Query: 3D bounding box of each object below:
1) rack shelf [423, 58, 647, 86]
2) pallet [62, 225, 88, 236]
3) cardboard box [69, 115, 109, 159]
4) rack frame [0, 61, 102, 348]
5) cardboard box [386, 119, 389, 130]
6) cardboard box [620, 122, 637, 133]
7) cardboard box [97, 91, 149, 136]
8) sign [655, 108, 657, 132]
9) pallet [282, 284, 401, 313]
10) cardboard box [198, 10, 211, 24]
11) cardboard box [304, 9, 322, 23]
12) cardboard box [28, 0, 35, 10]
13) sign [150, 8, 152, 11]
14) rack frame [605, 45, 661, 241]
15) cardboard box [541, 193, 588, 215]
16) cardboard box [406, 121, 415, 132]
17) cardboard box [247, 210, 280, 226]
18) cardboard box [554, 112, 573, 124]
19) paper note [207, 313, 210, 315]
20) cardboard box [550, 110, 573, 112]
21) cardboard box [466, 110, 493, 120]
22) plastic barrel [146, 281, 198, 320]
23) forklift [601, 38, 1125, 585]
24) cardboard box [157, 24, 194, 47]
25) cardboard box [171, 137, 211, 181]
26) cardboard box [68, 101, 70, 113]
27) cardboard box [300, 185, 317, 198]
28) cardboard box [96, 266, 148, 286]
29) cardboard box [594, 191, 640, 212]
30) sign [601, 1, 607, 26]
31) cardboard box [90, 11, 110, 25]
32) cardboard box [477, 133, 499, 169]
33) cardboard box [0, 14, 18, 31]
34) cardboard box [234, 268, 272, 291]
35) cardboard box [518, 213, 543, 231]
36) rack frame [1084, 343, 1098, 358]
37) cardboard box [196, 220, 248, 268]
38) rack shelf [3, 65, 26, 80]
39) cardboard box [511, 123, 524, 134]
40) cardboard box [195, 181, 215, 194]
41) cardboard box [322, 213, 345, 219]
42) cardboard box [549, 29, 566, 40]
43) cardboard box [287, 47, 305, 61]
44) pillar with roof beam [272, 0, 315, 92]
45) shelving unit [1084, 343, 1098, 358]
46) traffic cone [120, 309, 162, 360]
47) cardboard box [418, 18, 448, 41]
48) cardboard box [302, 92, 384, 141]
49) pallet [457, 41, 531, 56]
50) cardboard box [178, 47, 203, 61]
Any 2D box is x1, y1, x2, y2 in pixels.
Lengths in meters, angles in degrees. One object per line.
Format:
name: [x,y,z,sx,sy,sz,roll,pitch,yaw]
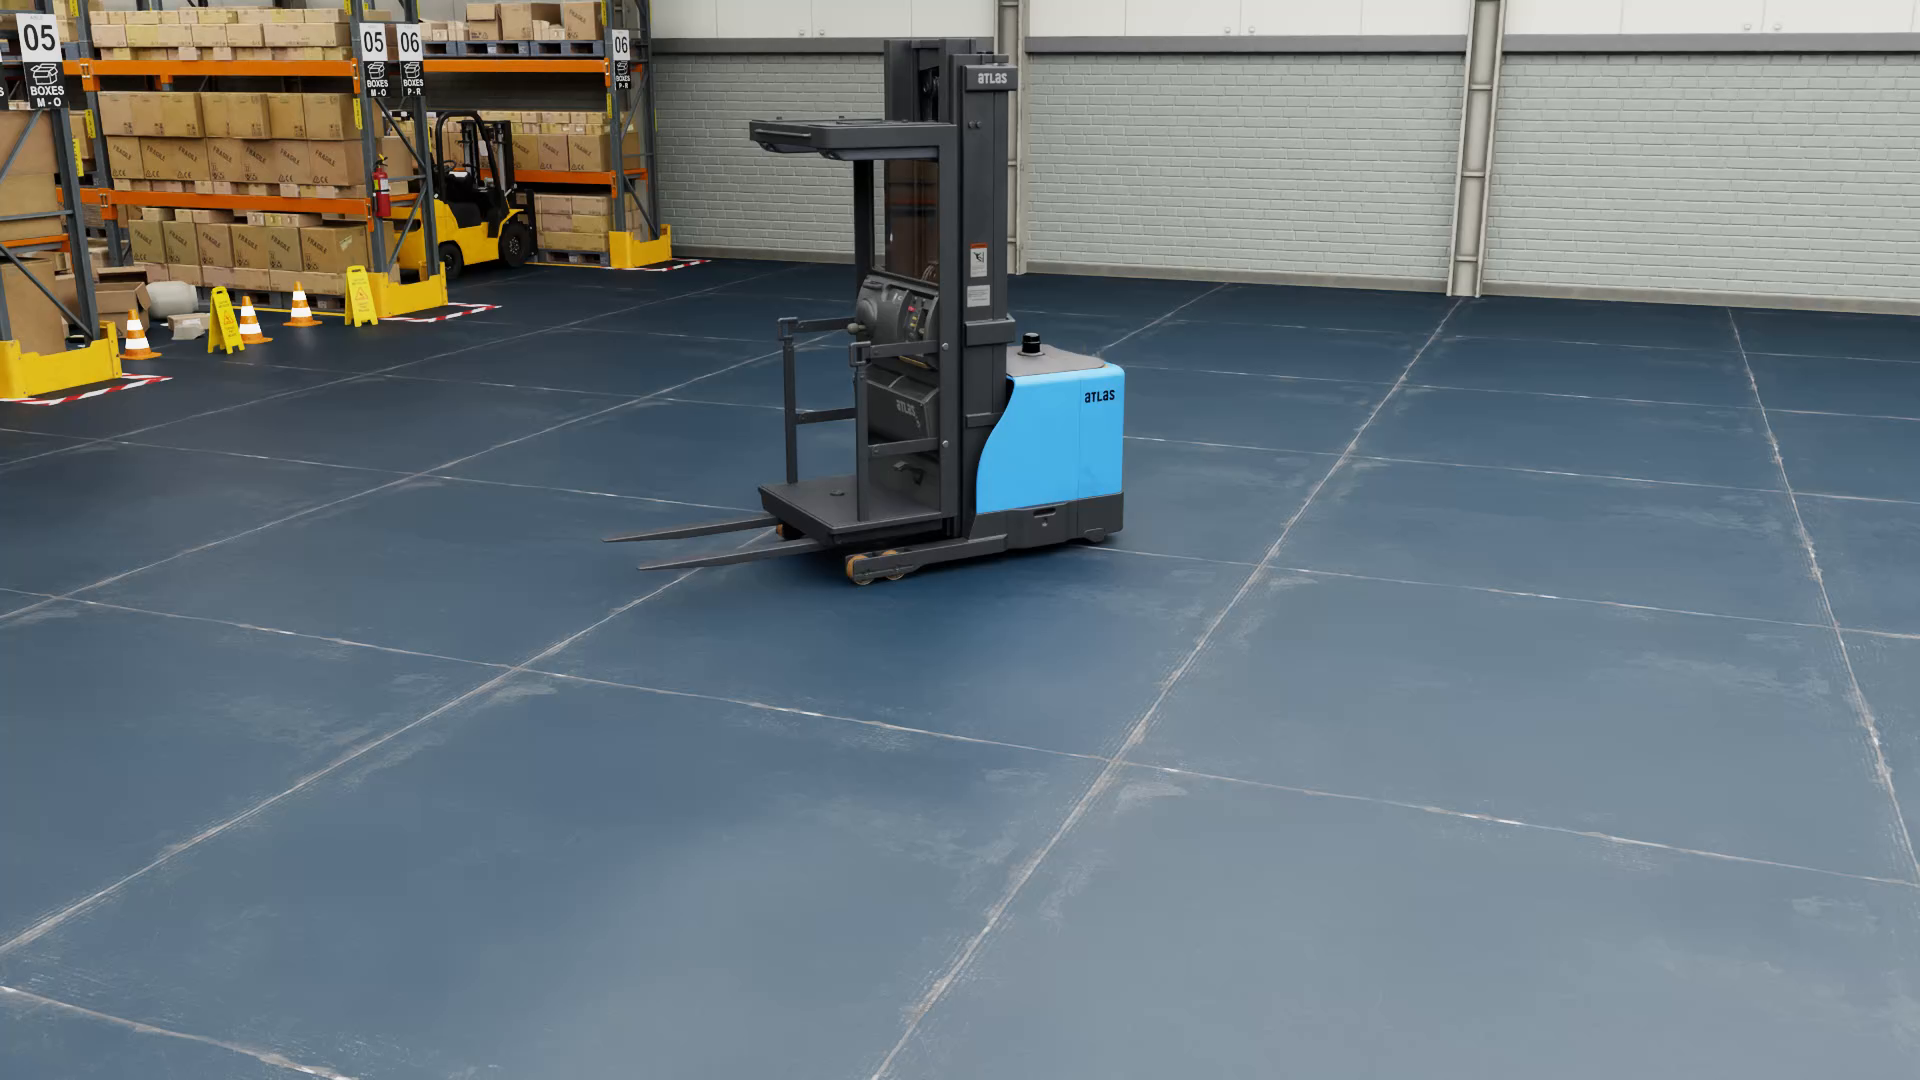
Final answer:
rack shelf: [-6.443,-6.708,23.808,4.000,0.370,1.077,6,17,21]
pallet: [-14.975,-5.223,27.786,1.213,0.211,1.003,6,17,21]
cardboard box: [-10.636,-4.910,20.239,0.500,0.500,0.500,6,17,20]
rack frame: [-8.123,-2.826,14.528,0.127,3.000,1.000,6,17,21]
cardboard box: [-8.703,-6.154,24.649,0.250,0.149,0.380,7,18,23]
cardboard box: [-4.803,-5.869,23.668,0.250,0.149,0.380,6,17,19]
cardboard box: [-9.792,-5.099,19.852,0.500,0.500,0.700,6,17,20]
sign: [-4.374,-6.005,23.783,0.005,0.325,0.100,6,17,21]
pallet: [-7.214,-2.881,19.719,1.213,0.211,1.003,6,17,21]
cardboard box: [-8.472,-5.978,19.024,0.250,0.149,0.380,7,17,22]
cardboard box: [-7.049,-5.817,18.472,0.250,0.149,0.380,7,17,22]
cardboard box: [-11.665,-6.465,20.300,0.500,0.250,0.500,7,17,22]
sign: [-9.930,-6.360,20.392,0.005,0.325,0.100,6,17,21]
rack frame: [-4.583,-5.408,23.422,0.127,3.000,1.000,6,17,21]
cardboard box: [-5.603,-4.786,23.665,0.500,0.250,0.500,7,17,22]
cardboard box: [-7.862,-6.050,24.289,0.250,0.149,0.380,7,17,22]
cardboard box: [-8.085,-3.761,19.420,0.250,0.149,0.380,7,18,23]
cardboard box: [-5.488,-5.929,23.341,0.250,0.149,0.380,7,17,22]
paper note: [-8.594,-2.595,19.059,0.148,0.019,0.142,0,16,1]
cardboard box: [-5.778,-6.109,23.959,0.250,0.149,0.380,7,18,22]
cardboard box: [-6.889,-6.099,23.925,0.250,0.149,0.380,6,17,20]
plastic barrel: [-8.878,-2.702,18.720,0.512,0.421,0.421,-9,18,-27]
forklift: [-0.546,-1.324,9.476,3.031,2.935,1.130,-9,18,-28]
cardboard box: [-8.868,-5.820,19.195,0.500,0.250,0.500,6,17,21]
cardboard box: [-8.877,-4.503,19.591,0.500,0.500,0.500,6,17,20]
cardboard box: [-11.478,-5.458,20.963,0.250,0.149,0.380,7,18,24]
cardboard box: [-7.334,-4.011,19.061,0.250,0.149,0.380,6,17,20]
cardboard box: [-9.624,-2.868,19.150,0.500,0.500,0.500,-9,18,-27]
cardboard box: [-4.961,-4.868,23.945,0.500,0.250,0.500,6,17,20]
sign: [-4.795,-7.096,22.411,0.005,0.325,0.100,6,17,21]
cardboard box: [-9.948,-6.115,19.498,0.250,0.149,0.380,6,17,20]
cardboard box: [-6.565,-5.595,23.885,0.500,0.500,0.500,6,17,21]
cardboard box: [-8.324,-4.514,14.480,0.250,0.149,0.380,6,17,21]
cardboard box: [-8.219,-3.121,19.724,0.500,0.250,0.500,6,17,19]
cardboard box: [-6.101,-4.599,23.918,0.500,0.250,0.500,6,17,19]
rack frame: [0.847,-0.748,10.859,0.008,1.050,0.200,-7,17,-20]
cardboard box: [-8.688,-3.535,19.804,0.500,0.500,0.500,7,18,24]
rack shelf: [-9.983,-4.126,14.915,4.000,0.370,1.077,6,17,21]
cardboard box: [-6.211,-5.855,23.619,0.250,0.149,0.380,6,17,21]
cardboard box: [-8.760,-4.160,19.574,0.250,0.149,0.380,6,17,21]
cardboard box: [-9.512,-5.010,25.558,0.625,0.625,0.875,6,17,20]
cardboard box: [-5.465,-6.983,22.987,0.250,0.149,0.380,6,17,19]
cardboard box: [-7.314,-5.457,18.661,0.250,0.149,0.380,7,18,22]
pillar with roof beam: [-12.061,-8.091,21.904,0.400,9.000,9.100,6,17,21]
shelving unit: [0.732,-0.735,10.818,0.252,1.050,0.215,-7,17,-20]
traffic cone: [-8.096,-2.030,16.337,0.334,0.463,0.336,6,17,21]
cardboard box: [-7.619,-7.316,23.842,0.500,0.311,0.500,7,17,22]
cardboard box: [-6.956,-4.787,18.776,0.500,0.500,0.700,6,17,19]
pallet: [-6.370,-7.009,23.716,1.213,0.211,1.003,6,17,21]
cardboard box: [-8.755,-5.599,19.151,0.250,0.149,0.380,6,17,20]
